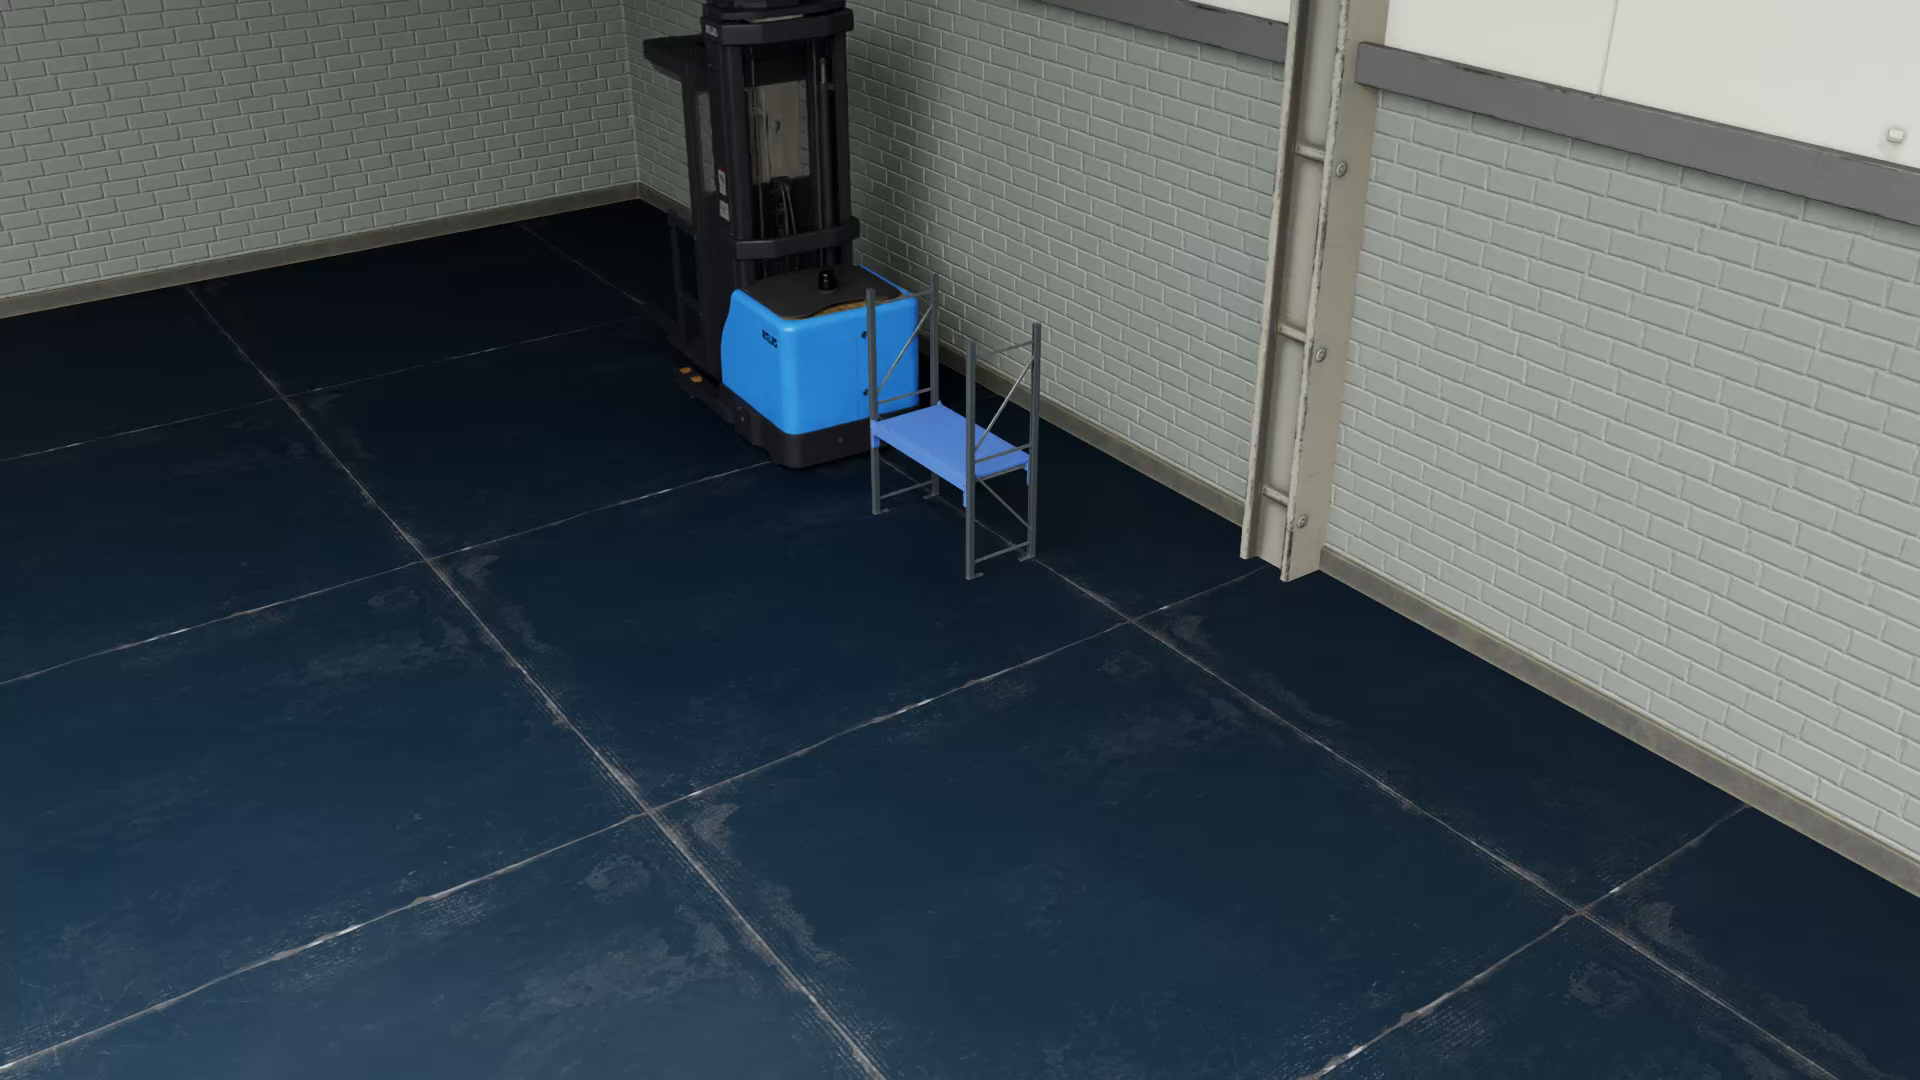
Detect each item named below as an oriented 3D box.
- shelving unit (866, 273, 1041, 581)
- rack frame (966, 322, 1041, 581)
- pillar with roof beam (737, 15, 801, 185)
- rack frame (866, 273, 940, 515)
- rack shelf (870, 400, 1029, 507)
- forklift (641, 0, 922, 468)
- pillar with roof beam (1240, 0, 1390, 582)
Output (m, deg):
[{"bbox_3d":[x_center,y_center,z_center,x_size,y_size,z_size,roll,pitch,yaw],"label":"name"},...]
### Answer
[{"bbox_3d":[-0.049,-0.692,9.953,0.538,1.500,1.048,-19,34,-31],"label":"shelving unit"},{"bbox_3d":[0.245,-0.495,9.589,0.500,1.500,0.032,-19,34,-31],"label":"rack frame"},{"bbox_3d":[-5.057,-4.965,9.963,9.100,9.000,0.400,-19,34,-31],"label":"pillar with roof beam"},{"bbox_3d":[-0.344,-0.890,10.317,0.500,1.500,0.032,-19,34,-31],"label":"rack frame"},{"bbox_3d":[-0.049,-0.534,10.039,0.538,0.185,1.000,-19,34,-31],"label":"rack shelf"},{"bbox_3d":[-1.459,-2.424,11.642,1.130,2.935,3.031,-16,33,-27],"label":"forklift"},{"bbox_3d":[-1.577,-2.632,5.668,9.100,9.000,0.400,-19,34,-31],"label":"pillar with roof beam"}]
